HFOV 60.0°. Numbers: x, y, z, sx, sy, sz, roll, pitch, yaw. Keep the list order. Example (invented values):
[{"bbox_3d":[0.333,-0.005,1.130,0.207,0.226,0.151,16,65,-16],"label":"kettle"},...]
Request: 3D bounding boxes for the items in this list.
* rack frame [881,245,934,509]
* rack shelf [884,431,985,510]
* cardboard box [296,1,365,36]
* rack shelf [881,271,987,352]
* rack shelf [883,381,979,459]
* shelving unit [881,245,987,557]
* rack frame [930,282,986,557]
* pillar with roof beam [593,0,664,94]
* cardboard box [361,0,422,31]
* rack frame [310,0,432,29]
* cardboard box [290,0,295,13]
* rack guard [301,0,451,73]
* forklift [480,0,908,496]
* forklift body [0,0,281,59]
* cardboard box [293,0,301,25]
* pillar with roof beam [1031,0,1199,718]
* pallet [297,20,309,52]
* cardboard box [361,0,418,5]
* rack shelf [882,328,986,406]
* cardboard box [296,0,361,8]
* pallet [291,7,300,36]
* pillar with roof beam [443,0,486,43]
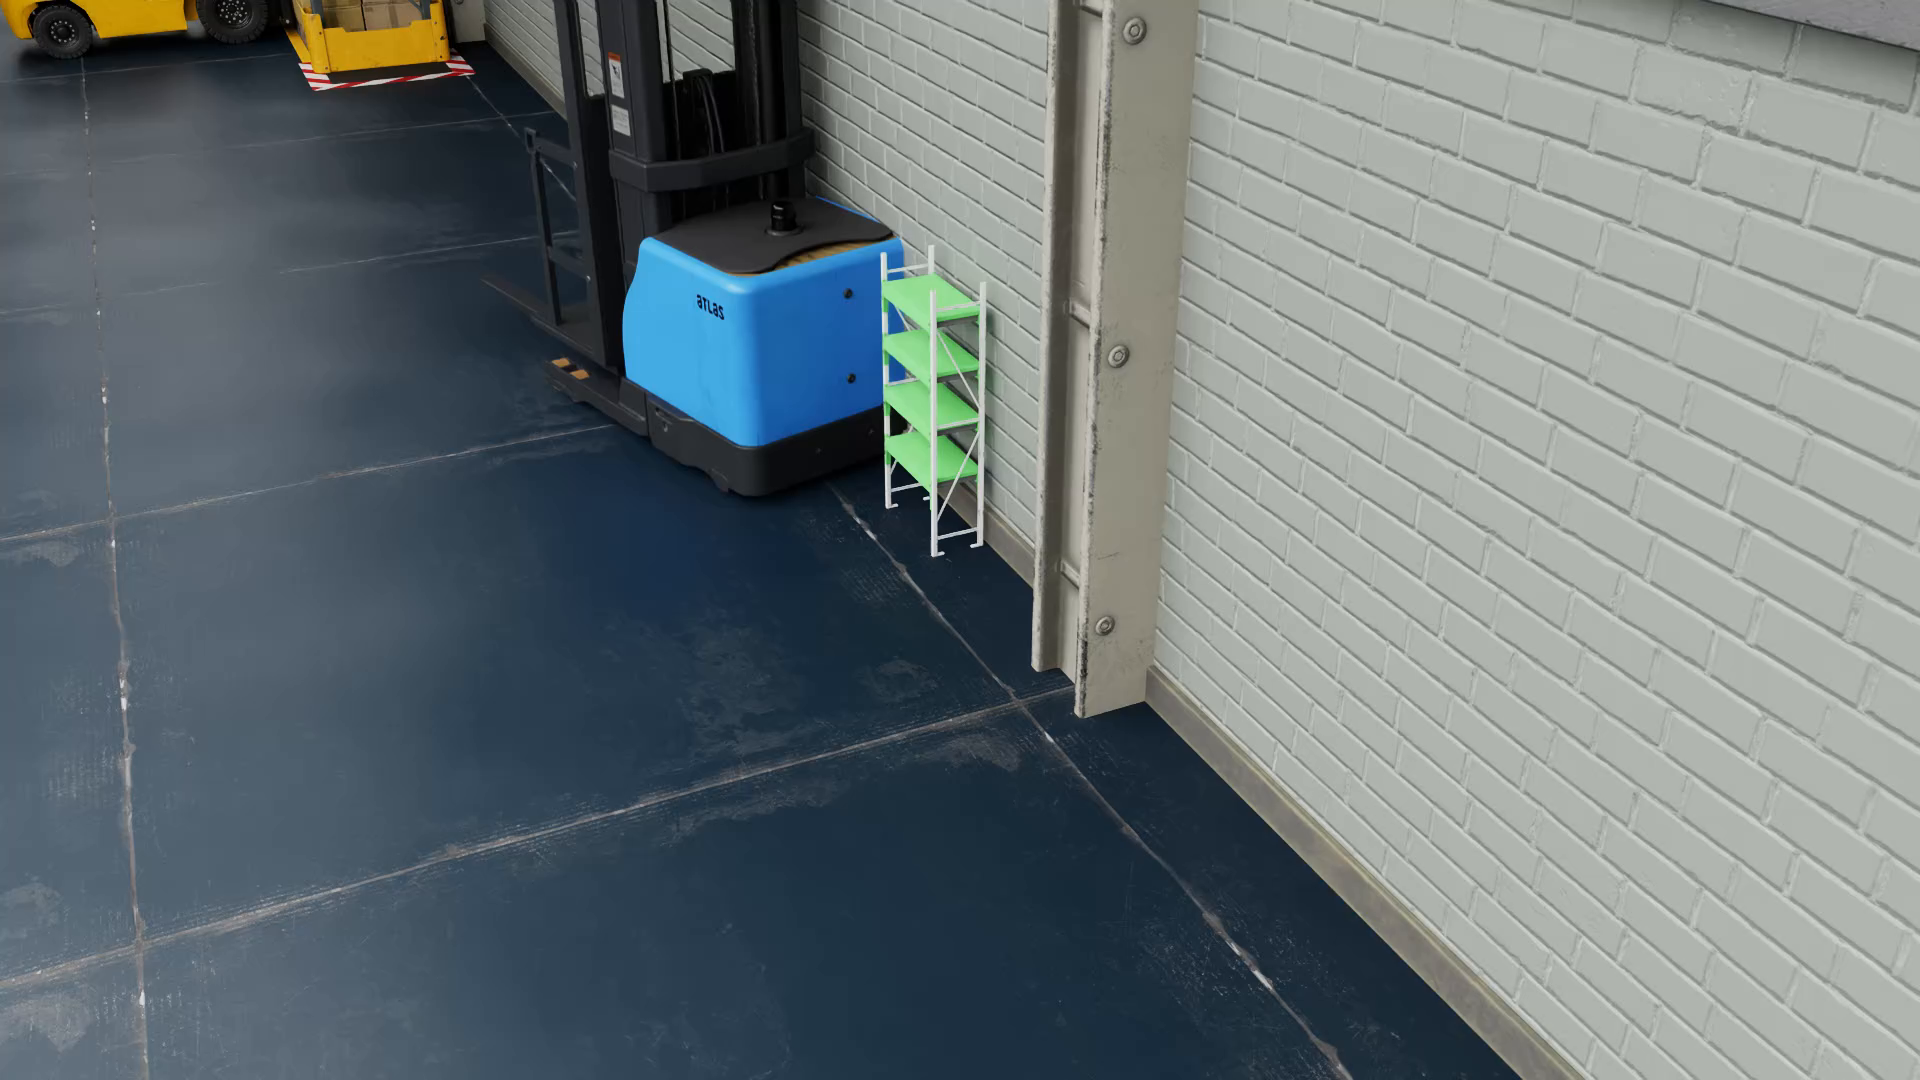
[{"bbox_3d":[-0.221,-0.694,7.259,0.240,1.200,0.015,-13,32,-23],"label":"rack frame"},{"bbox_3d":[-0.116,-0.321,7.216,0.258,0.148,0.480,-13,32,-23],"label":"rack shelf"},{"bbox_3d":[-5.658,-4.703,14.952,0.500,0.250,0.500,-13,32,-22],"label":"cardboard box"},{"bbox_3d":[-0.113,-0.950,6.865,0.258,0.148,0.480,-13,32,-23],"label":"rack shelf"},{"bbox_3d":[-0.115,-0.531,7.099,0.258,0.148,0.480,-13,32,-23],"label":"rack shelf"},{"bbox_3d":[-0.115,-0.586,7.068,0.258,1.200,0.503,-13,32,-23],"label":"shelving unit"},{"bbox_3d":[-0.008,-0.479,6.876,0.240,1.200,0.015,-13,32,-23],"label":"rack frame"},{"bbox_3d":[-5.968,-5.137,7.210,9.100,9.000,0.400,-13,32,-22],"label":"pillar with roof beam"},{"bbox_3d":[-5.205,-4.820,15.160,0.500,0.250,0.500,-13,32,-22],"label":"cardboard box"},{"bbox_3d":[-5.171,-5.578,14.130,1.000,3.000,0.127,-13,32,-22],"label":"rack frame"},{"bbox_3d":[-6.069,-5.147,15.745,0.500,0.250,0.500,-13,32,-21],"label":"cardboard box"},{"bbox_3d":[-5.160,-4.477,14.723,1.175,0.500,0.348,-13,32,-22],"label":"rack guard"},{"bbox_3d":[-1.507,-2.121,8.036,1.130,2.935,3.031,-22,36,-34],"label":"forklift"},{"bbox_3d":[-7.632,-5.662,15.149,2.313,2.155,1.214,-13,32,-22],"label":"forklift body"},{"bbox_3d":[-5.863,-4.925,15.347,0.500,0.250,0.500,-13,32,-22],"label":"cardboard box"},{"bbox_3d":[-3.392,-2.487,2.484,9.100,9.000,0.400,-13,32,-22],"label":"pillar with roof beam"},{"bbox_3d":[-5.537,-4.691,15.399,1.003,0.211,1.213,-13,32,-22],"label":"pallet"},{"bbox_3d":[-5.185,-5.031,15.026,0.500,0.250,0.500,-12,32,-21],"label":"cardboard box"},{"bbox_3d":[-0.114,-0.740,6.982,0.258,0.148,0.480,-13,32,-23],"label":"rack shelf"},{"bbox_3d":[-5.662,-4.929,14.844,0.500,0.250,0.500,-14,32,-23],"label":"cardboard box"},{"bbox_3d":[-6.056,-5.229,16.359,1.003,0.211,1.213,-13,32,-22],"label":"pallet"},{"bbox_3d":[-8.544,-7.787,11.937,9.100,9.000,0.400,-13,32,-22],"label":"pillar with roof beam"}]
